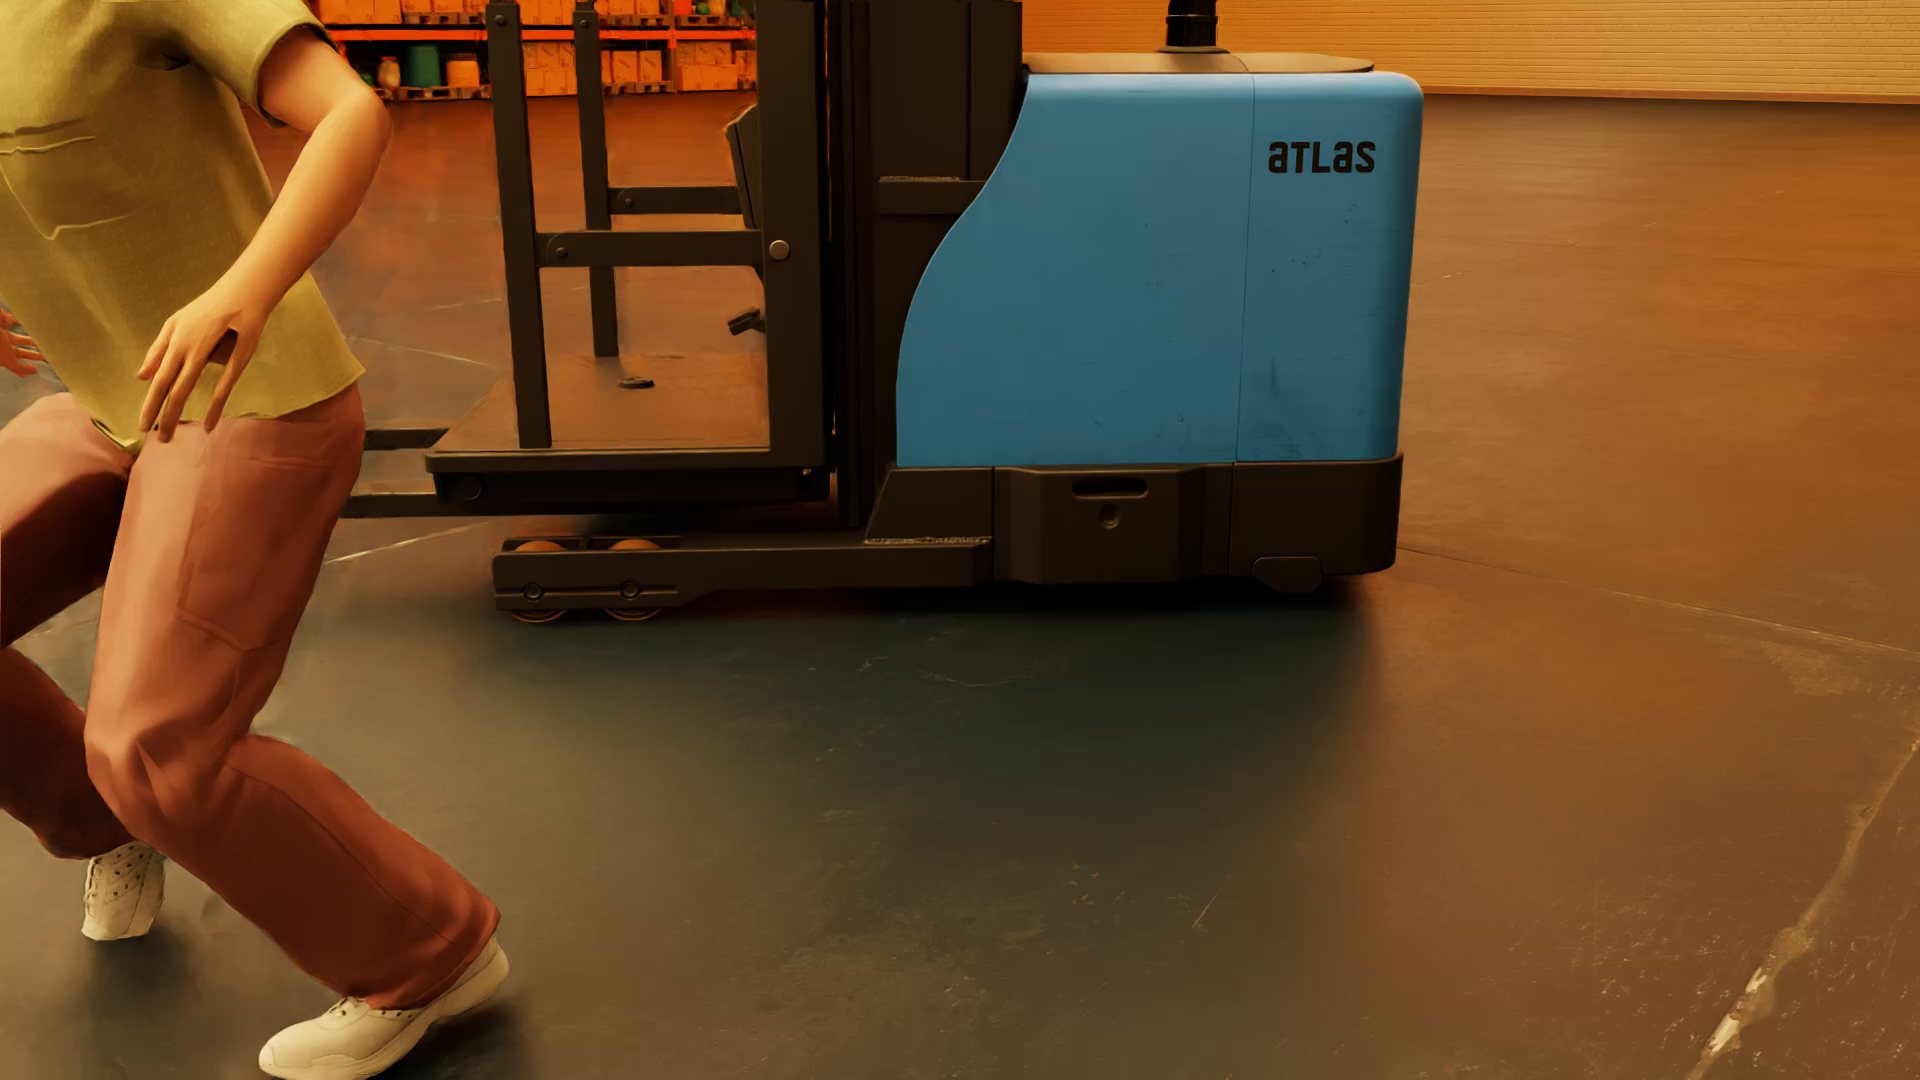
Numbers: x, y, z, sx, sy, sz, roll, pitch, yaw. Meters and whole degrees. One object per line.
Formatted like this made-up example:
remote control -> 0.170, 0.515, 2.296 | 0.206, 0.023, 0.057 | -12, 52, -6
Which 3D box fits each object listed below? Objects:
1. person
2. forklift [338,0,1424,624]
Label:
person -> -0.957, -0.116, 1.851 | 0.913, 1.568, 0.472 | 9, 19, 28
forklift -> -0.610, -1.390, 3.476 | 3.031, 2.935, 1.130 | -1, 17, -3
